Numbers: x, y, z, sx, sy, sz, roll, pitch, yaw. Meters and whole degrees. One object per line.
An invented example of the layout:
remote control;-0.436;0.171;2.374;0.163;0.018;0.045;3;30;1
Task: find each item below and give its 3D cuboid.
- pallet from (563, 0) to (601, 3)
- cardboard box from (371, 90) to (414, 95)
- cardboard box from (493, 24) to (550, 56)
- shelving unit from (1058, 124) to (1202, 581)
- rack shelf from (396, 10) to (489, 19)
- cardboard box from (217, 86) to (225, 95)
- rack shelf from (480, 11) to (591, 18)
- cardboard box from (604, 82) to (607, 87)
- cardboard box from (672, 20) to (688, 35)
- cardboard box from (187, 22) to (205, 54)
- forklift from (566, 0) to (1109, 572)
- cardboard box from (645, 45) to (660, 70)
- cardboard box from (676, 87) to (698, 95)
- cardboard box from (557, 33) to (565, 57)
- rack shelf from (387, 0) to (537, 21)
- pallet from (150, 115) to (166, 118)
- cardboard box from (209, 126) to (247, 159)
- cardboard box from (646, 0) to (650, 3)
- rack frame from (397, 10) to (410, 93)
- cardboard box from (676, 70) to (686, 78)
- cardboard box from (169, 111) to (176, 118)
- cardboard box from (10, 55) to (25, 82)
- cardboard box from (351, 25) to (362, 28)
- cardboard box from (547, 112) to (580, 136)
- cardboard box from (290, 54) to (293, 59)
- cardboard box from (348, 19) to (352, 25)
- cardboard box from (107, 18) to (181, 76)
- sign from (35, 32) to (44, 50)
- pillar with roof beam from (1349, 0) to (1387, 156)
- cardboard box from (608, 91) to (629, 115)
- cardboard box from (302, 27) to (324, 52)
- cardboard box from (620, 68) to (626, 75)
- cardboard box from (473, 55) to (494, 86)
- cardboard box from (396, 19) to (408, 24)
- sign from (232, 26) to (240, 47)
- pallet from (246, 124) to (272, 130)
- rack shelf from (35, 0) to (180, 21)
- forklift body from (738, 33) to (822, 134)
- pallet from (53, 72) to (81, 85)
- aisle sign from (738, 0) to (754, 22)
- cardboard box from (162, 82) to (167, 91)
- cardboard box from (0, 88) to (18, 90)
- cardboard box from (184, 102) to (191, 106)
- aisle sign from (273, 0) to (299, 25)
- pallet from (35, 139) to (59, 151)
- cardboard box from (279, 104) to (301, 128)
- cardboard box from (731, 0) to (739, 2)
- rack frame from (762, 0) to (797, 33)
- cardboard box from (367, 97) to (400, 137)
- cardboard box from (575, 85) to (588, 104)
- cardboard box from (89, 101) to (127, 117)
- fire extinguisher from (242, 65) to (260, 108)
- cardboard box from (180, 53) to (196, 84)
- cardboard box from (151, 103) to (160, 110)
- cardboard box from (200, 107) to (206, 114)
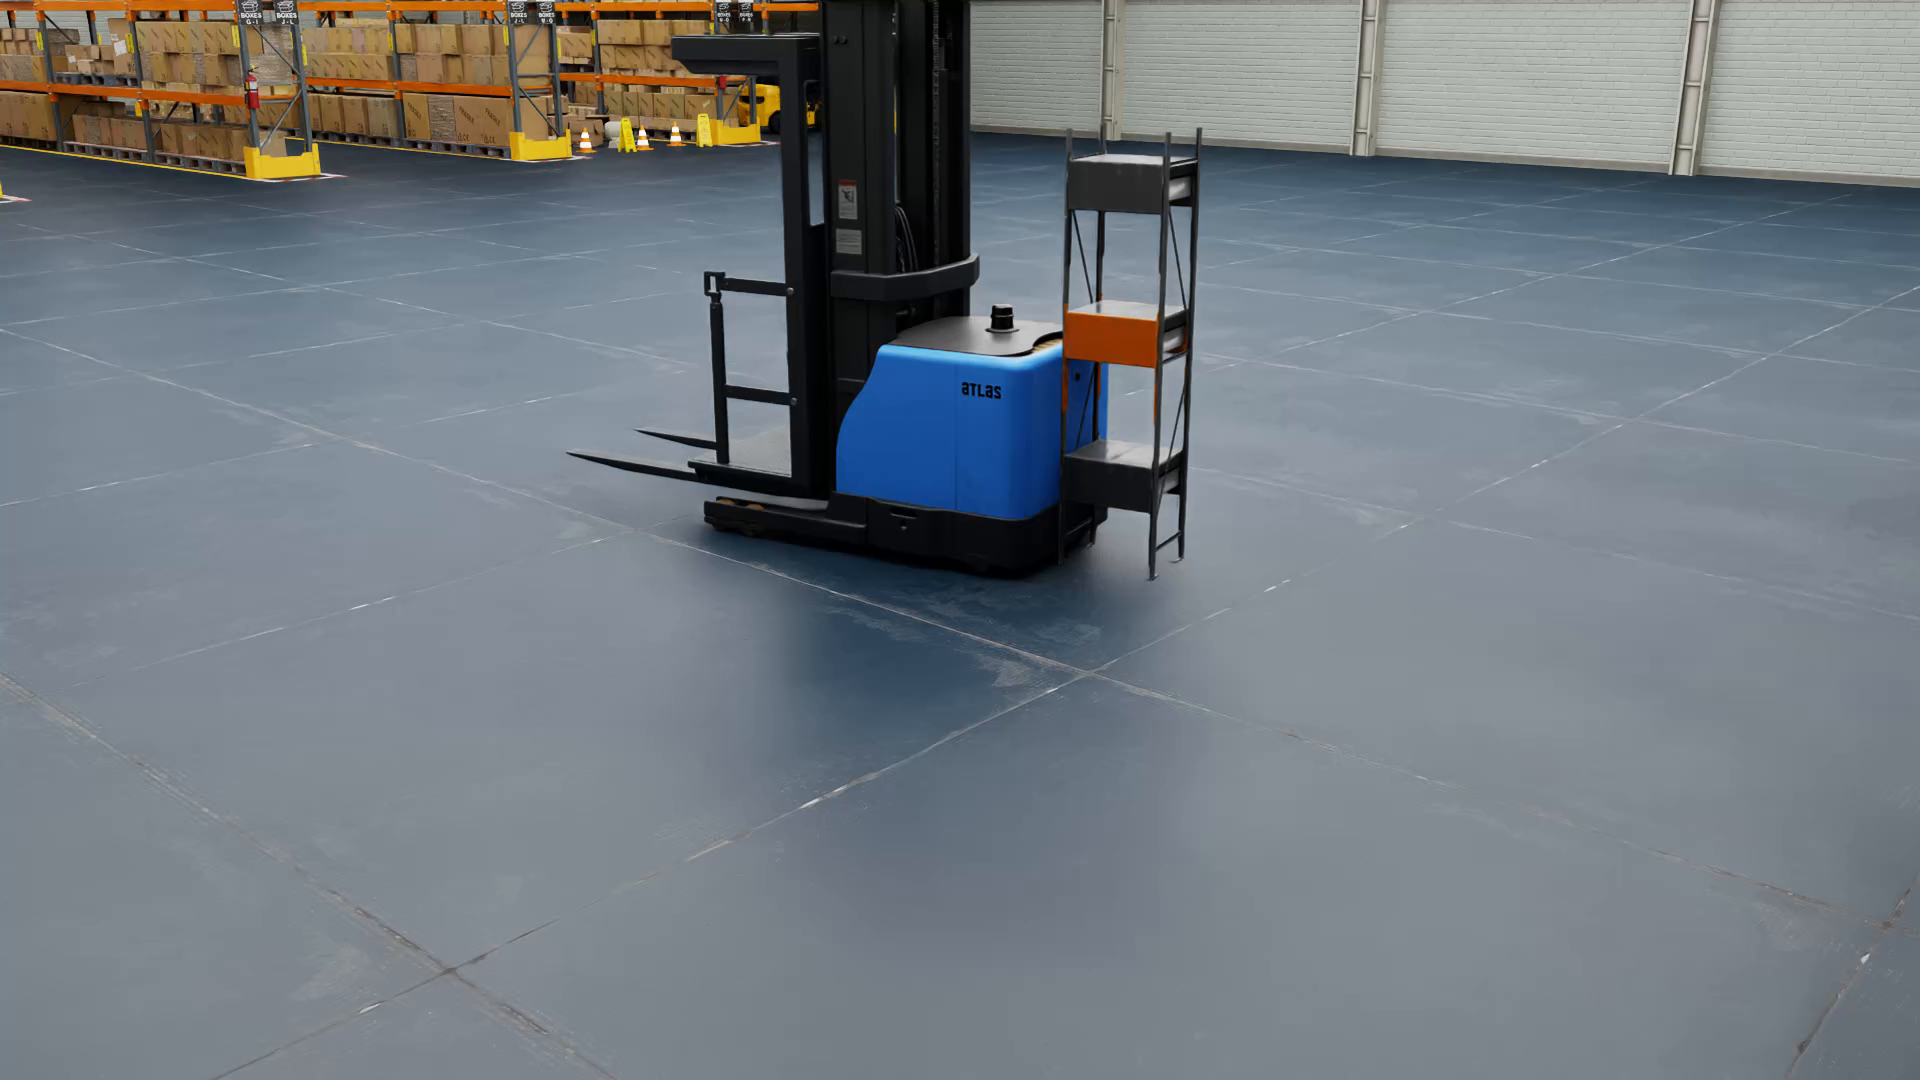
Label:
pallet;-8.027;-12.024;36.893;1.003;0.211;1.213;15;23;39
cardboard box;-14.688;-11.451;43.277;0.875;0.438;0.875;14;22;38
cardboard box;-8.106;-9.262;30.805;0.550;0.550;0.875;15;23;39
shelving unit;0.801;-0.892;7.950;0.503;2.100;0.431;10;20;28
rack shelf;-12.124;-12.828;40.303;4.000;0.370;1.077;15;23;39
cardboard box;-12.157;-7.524;27.777;0.250;0.149;0.380;15;23;39
rack shelf;-11.824;-14.755;46.375;4.000;0.370;1.077;15;23;39
cardboard box;-9.402;-12.254;44.631;0.250;0.149;0.380;15;23;39
cardboard box;-5.545;-10.555;34.603;0.500;0.500;0.700;15;23;40
cardboard box;-12.548;-8.411;27.847;0.500;0.500;0.500;15;23;39
forklift;-0.762;-1.546;8.637;3.031;2.935;1.130;10;20;28
cardboard box;-6.343;-10.278;35.381;0.500;0.500;0.500;15;23;40
cardboard box;-5.736;-9.449;34.967;0.250;0.149;0.380;16;24;41
cardboard box;-8.888;-11.171;37.500;0.500;0.500;0.500;16;24;41
rack shelf;-9.350;-10.081;31.649;4.000;0.370;1.077;15;23;39
pallet;-19.181;-10.290;40.686;1.213;0.211;1.003;15;23;39
cardboard box;-12.604;-6.871;28.741;0.500;0.500;0.500;-16;23;-41
cardboard box;-6.411;-11.418;35.086;0.250;0.149;0.380;15;23;40
rack frame;-13.620;-12.142;41.913;0.127;3.000;1.000;15;23;39
cardboard box;-5.719;-9.767;34.843;0.250;0.149;0.380;16;23;40
cardboard box;-18.701;-10.211;39.847;0.250;0.149;0.380;14;22;37
cardboard box;-18.499;-9.393;33.084;0.500;0.500;0.500;14;22;38
cardboard box;-15.287;-13.005;42.814;0.500;0.500;0.500;15;23;39
cardboard box;-8.344;-8.574;34.570;0.503;0.637;0.797;15;23;39
cardboard box;-14.510;-10.417;35.707;0.250;0.149;0.380;16;23;40
cardboard box;-15.569;-13.381;42.926;0.250;0.149;0.380;15;23;40
cardboard box;-14.715;-8.971;30.235;1.000;1.000;1.000;15;23;40
sign;-17.572;-9.523;31.745;0.005;0.325;0.100;15;23;39
pillar with roof beam;4.843;-10.676;27.377;0.400;9.000;9.100;15;23;39
cardboard box;-7.374;-9.604;36.525;0.500;0.500;0.500;16;24;42
cardboard box;-13.509;-10.631;35.332;0.500;0.500;0.700;15;23;39
cardboard box;-7.171;-10.195;36.193;0.250;0.149;0.380;15;23;39
cardboard box;-8.588;-8.834;31.241;0.550;0.550;0.875;15;23;39
cardboard box;-14.061;-12.966;41.617;0.250;0.149;0.380;14;23;38
sign;-11.606;-8.072;26.650;0.005;0.325;0.100;15;23;39
pallet;-15.330;-9.272;37.479;1.213;0.211;1.003;15;23;39
rack shelf;-15.710;-9.782;30.707;4.000;0.370;1.077;15;23;39
forklift body;-3.982;-10.420;37.890;1.214;2.155;2.313;15;23;39
pallet;-16.602;-8.887;31.972;1.003;0.211;1.213;15;23;39
aisle sign;-4.392;-11.030;34.110;0.004;0.787;0.394;15;23;39
cardboard box;-13.676;-7.918;29.017;0.250;0.149;0.380;15;23;39
cardboard box;-19.706;-8.964;34.716;0.875;0.875;1.225;15;23;39
cardboard box;-18.083;-10.333;39.249;0.250;0.149;0.380;14;22;37
aisle sign;-10.977;-8.785;27.038;0.004;0.787;0.394;15;23;39
pallet;-17.746;-7.943;33.292;1.213;0.211;1.003;15;23;39
cardboard box;-14.504;-9.281;36.334;0.500;0.500;0.500;15;23;39
cardboard box;-4.677;-11.183;34.347;0.250;0.149;0.380;15;23;39
rack frame;-4.344;-11.660;40.393;0.127;3.000;1.000;15;23;39
cardboard box;-11.370;-8.628;33.864;0.750;0.750;1.050;15;23;39
cardboard box;-10.115;-12.127;45.302;0.500;0.500;0.500;16;24;42
cardboard box;-16.281;-8.241;31.785;0.500;0.250;0.500;-15;23;-40
fire extinguisher;-11.443;-7.327;26.867;0.183;0.674;0.296;15;23;39
cardboard box;-12.781;-8.083;28.466;0.500;0.500;0.875;15;23;39
cardboard box;-19.433;-10.557;40.446;0.250;0.149;0.380;15;23;39
cardboard box;-17.487;-10.028;38.778;0.250;0.149;0.380;14;22;37
